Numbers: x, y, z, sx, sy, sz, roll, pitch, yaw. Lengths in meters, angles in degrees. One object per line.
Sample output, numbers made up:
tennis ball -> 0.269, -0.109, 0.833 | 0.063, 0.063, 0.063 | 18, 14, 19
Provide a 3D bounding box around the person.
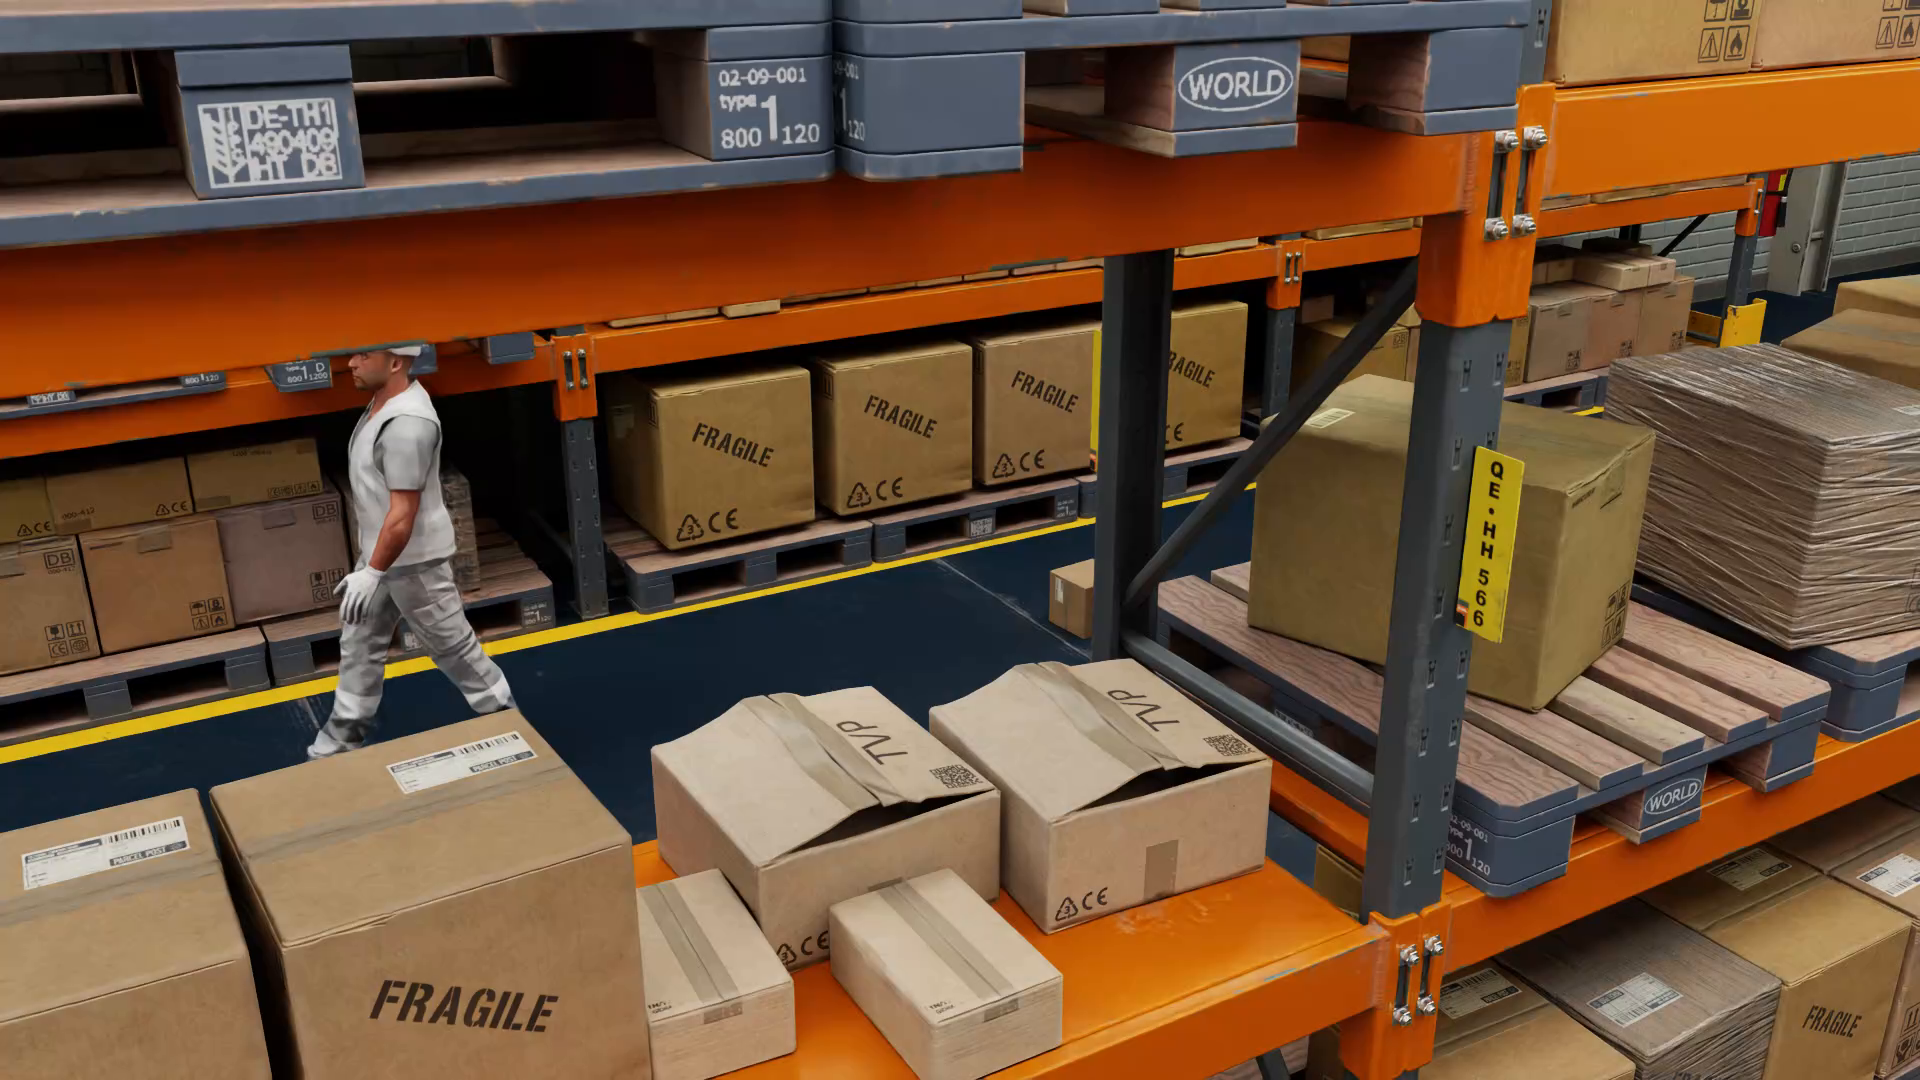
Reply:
person -> -2.052, 0.071, 5.840 | 0.900, 1.765, 0.589 | -11, 24, -26
